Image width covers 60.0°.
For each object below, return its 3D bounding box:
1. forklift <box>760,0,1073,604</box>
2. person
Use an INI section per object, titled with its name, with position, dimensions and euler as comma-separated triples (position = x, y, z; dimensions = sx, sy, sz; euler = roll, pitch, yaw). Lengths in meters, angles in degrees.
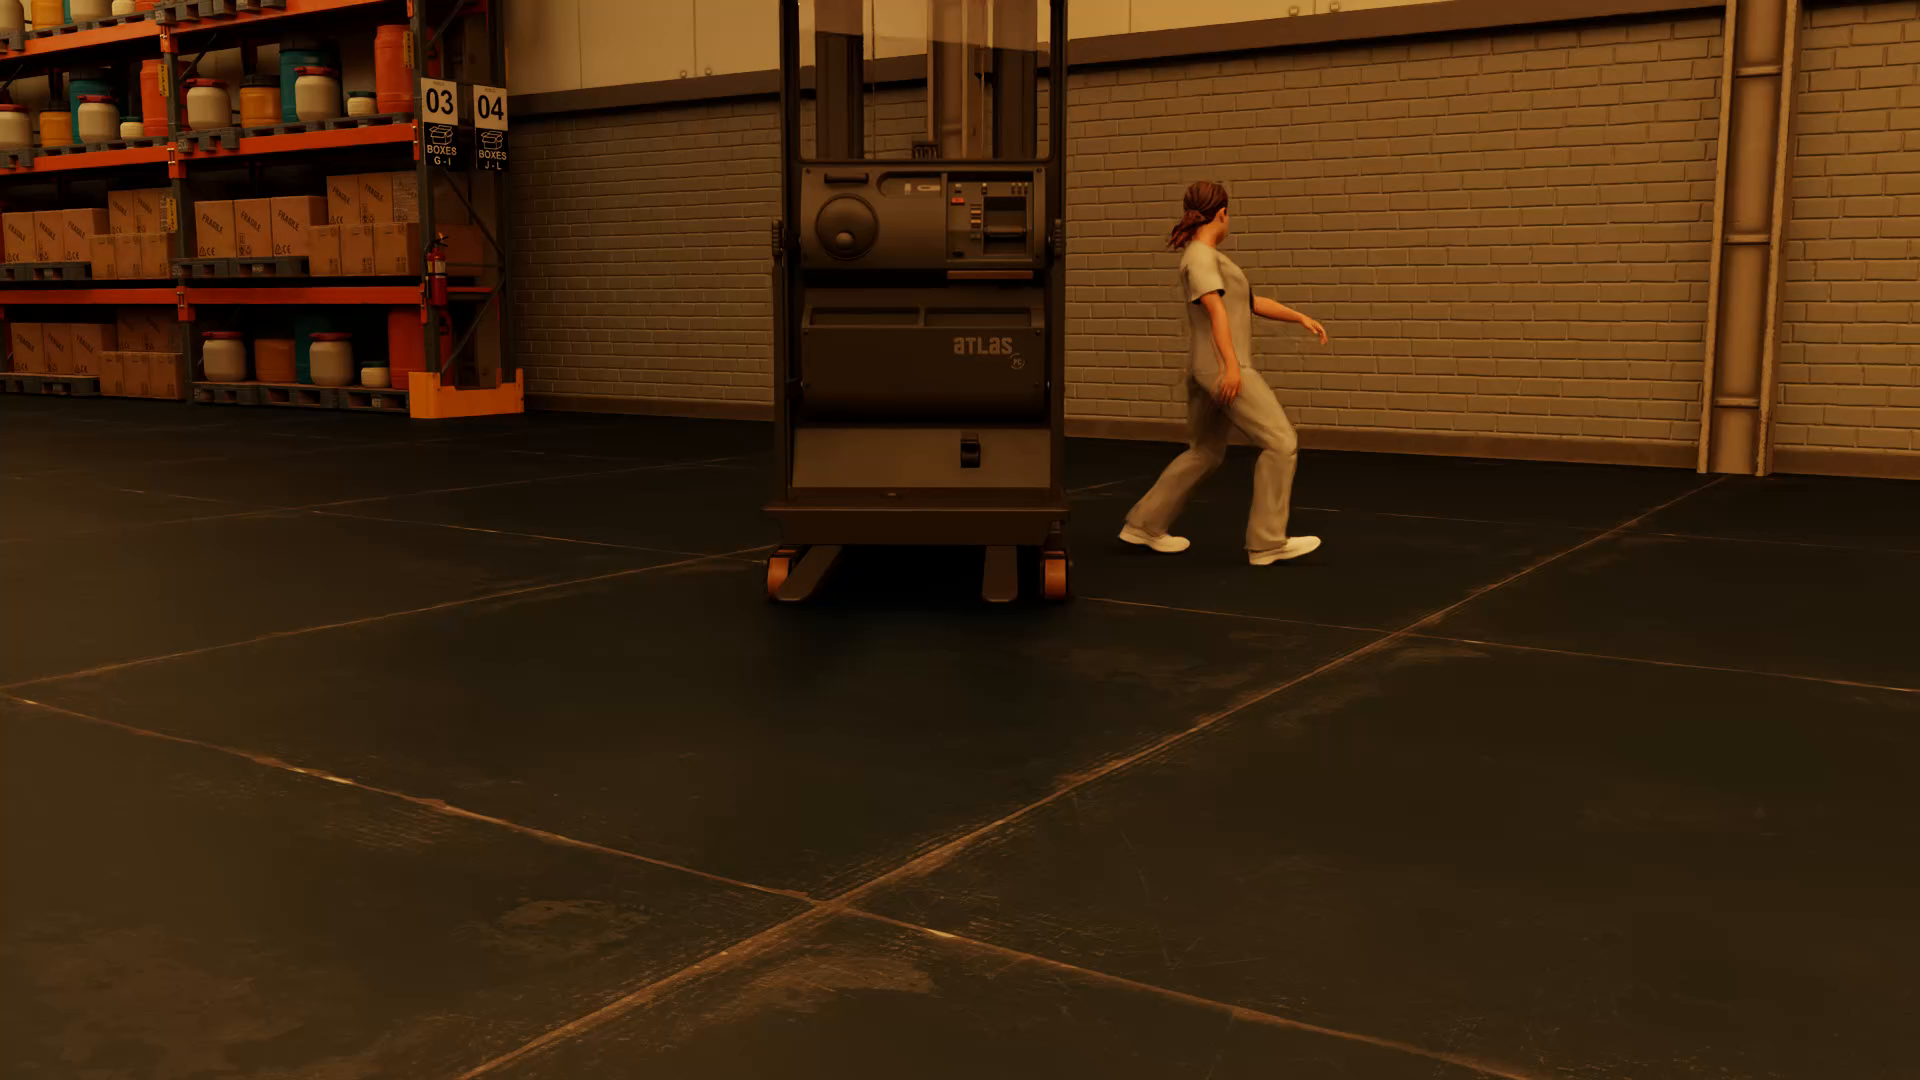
[forklift]
position = -0.145, -1.269, 6.117
dimensions = 1.130, 2.935, 3.031
euler = 0, 8, 2
[person]
position = 1.105, -0.690, 6.894
dimensions = 0.823, 1.582, 0.644
euler = 0, 8, -3
